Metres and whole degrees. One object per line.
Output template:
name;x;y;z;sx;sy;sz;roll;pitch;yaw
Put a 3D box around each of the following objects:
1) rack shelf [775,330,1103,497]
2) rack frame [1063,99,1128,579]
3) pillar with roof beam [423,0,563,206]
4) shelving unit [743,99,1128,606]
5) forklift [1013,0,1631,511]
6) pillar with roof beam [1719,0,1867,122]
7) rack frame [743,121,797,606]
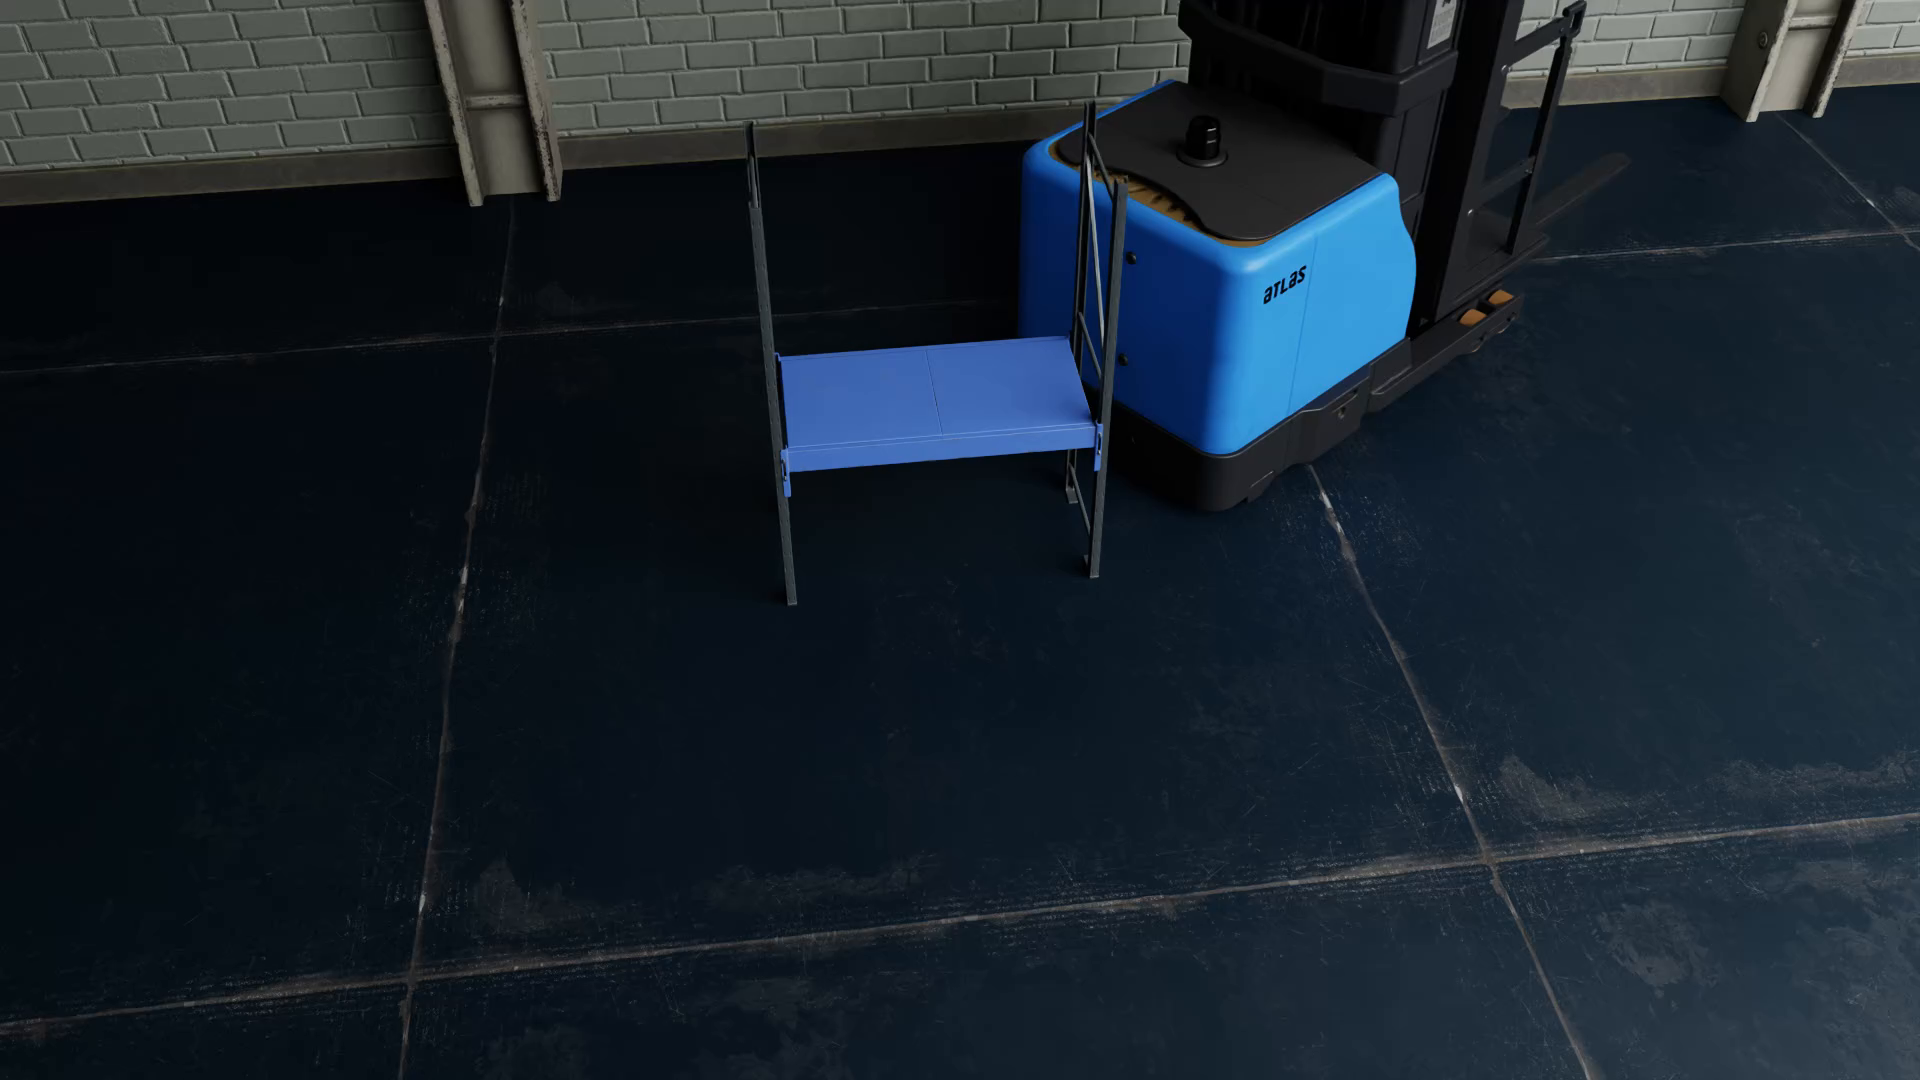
rack shelf;-0.085;-0.416;5.360;1.000;0.185;0.538;-5;42;-6
rack frame;0.419;-0.594;5.288;0.032;1.500;0.500;-5;42;-6
pillar with roof beam;-1.449;-2.086;1.344;0.400;9.000;9.100;-5;42;-6
shelving unit;-0.085;-0.550;5.239;1.048;1.500;0.538;-5;42;-6
forklift;1.609;-2.057;5.843;3.031;2.935;1.130;-33;51;-31
pillar with roof beam;4.501;-2.607;1.921;0.400;9.000;9.100;-5;42;-6
rack frame;-0.589;-0.505;5.191;0.032;1.500;0.500;-5;42;-6
